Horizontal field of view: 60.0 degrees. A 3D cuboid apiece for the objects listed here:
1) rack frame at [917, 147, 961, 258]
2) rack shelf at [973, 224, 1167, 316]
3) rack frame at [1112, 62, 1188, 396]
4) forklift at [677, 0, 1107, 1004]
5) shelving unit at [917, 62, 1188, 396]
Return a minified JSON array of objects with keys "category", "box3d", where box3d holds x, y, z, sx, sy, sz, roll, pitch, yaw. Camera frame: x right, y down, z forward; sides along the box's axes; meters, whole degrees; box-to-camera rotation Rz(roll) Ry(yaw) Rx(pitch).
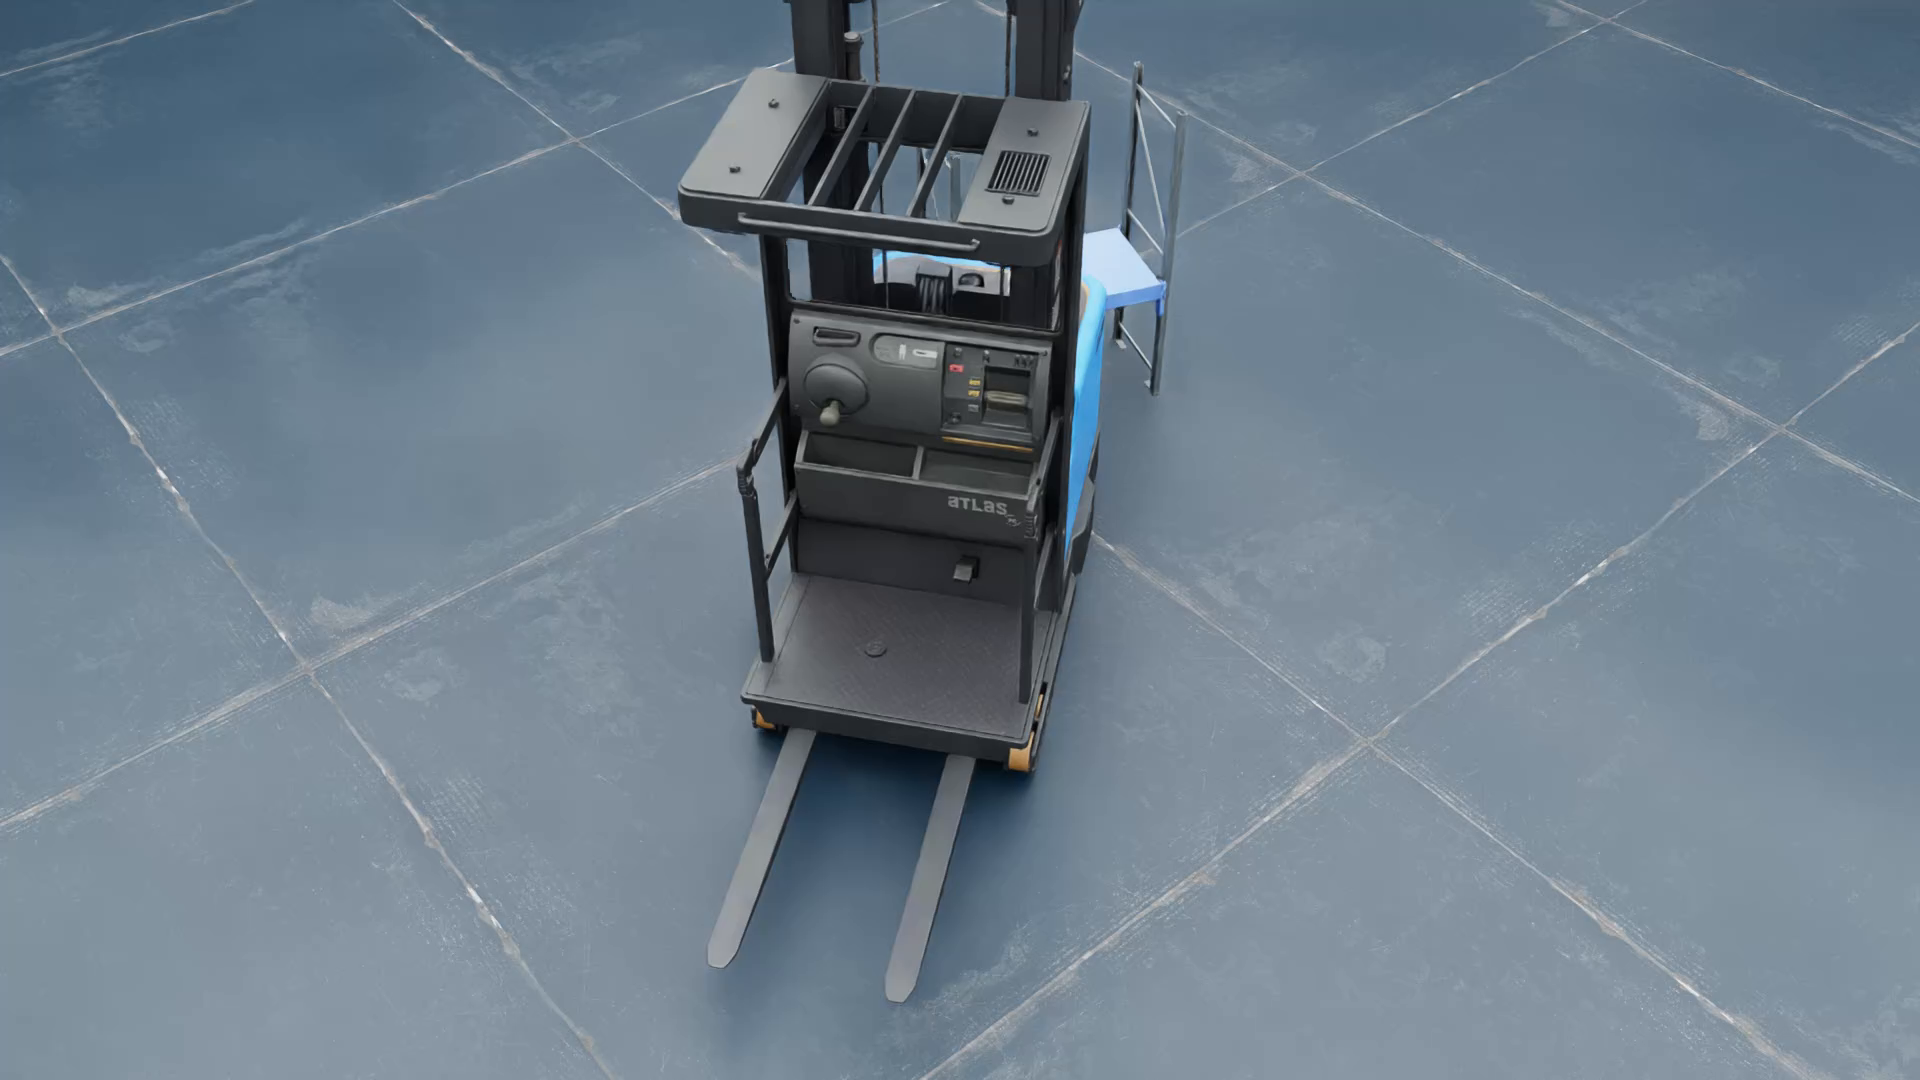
[{"category":"rack frame","box3d":[-0.092,-1.179,7.463,0.032,1.500,0.500,-14,45,-14]},{"category":"rack shelf","box3d":[0.387,-1.163,7.710,1.000,0.185,0.538,-14,45,-14]},{"category":"rack frame","box3d":[0.867,-1.410,7.710,0.032,1.500,0.500,-14,45,-14]},{"category":"forklift","box3d":[-0.189,-0.468,5.661,1.130,2.935,3.031,8,44,9]},{"category":"shelving unit","box3d":[0.387,-1.294,7.586,1.048,1.500,0.538,-14,45,-14]}]
